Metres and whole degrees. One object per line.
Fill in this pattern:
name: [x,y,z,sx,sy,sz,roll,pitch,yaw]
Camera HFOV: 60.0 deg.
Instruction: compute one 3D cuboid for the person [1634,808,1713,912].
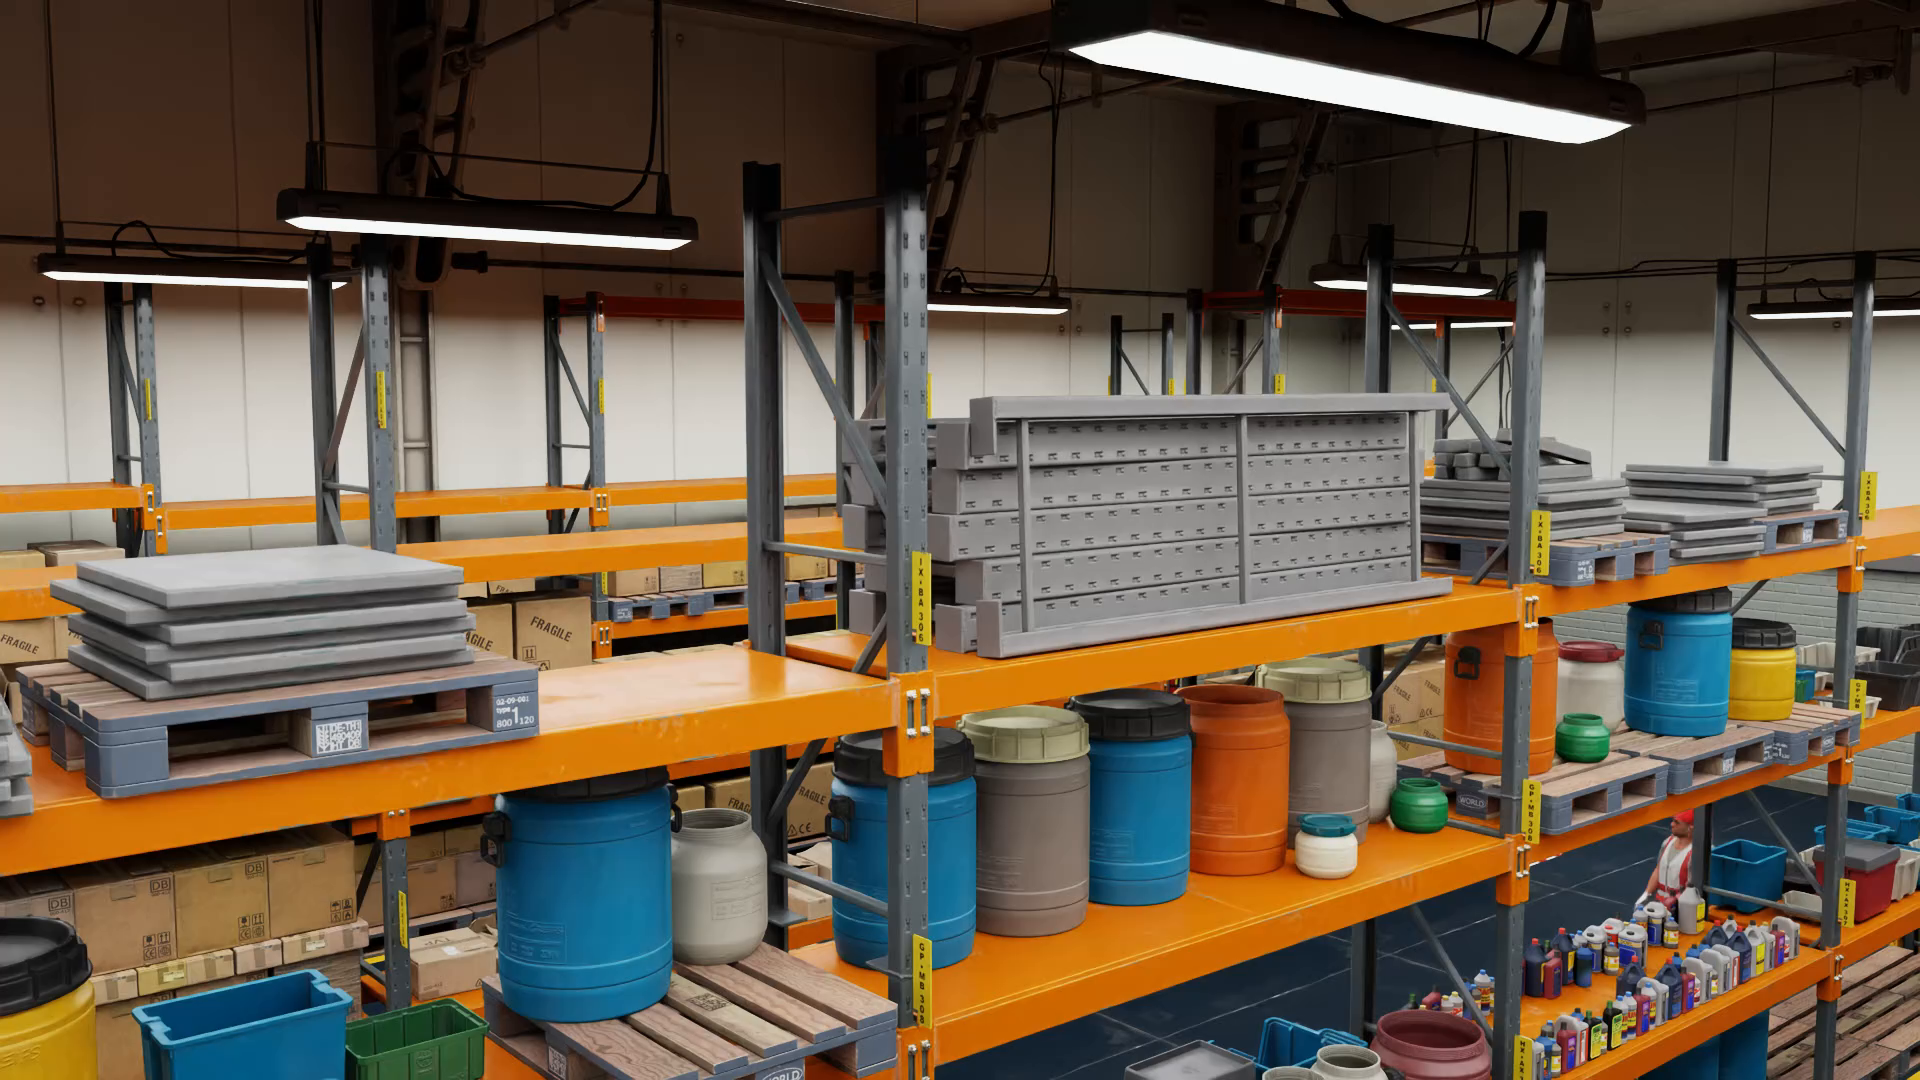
person: [5.734,2.981,13.418,0.978,1.731,0.658,-2,6,-22]
